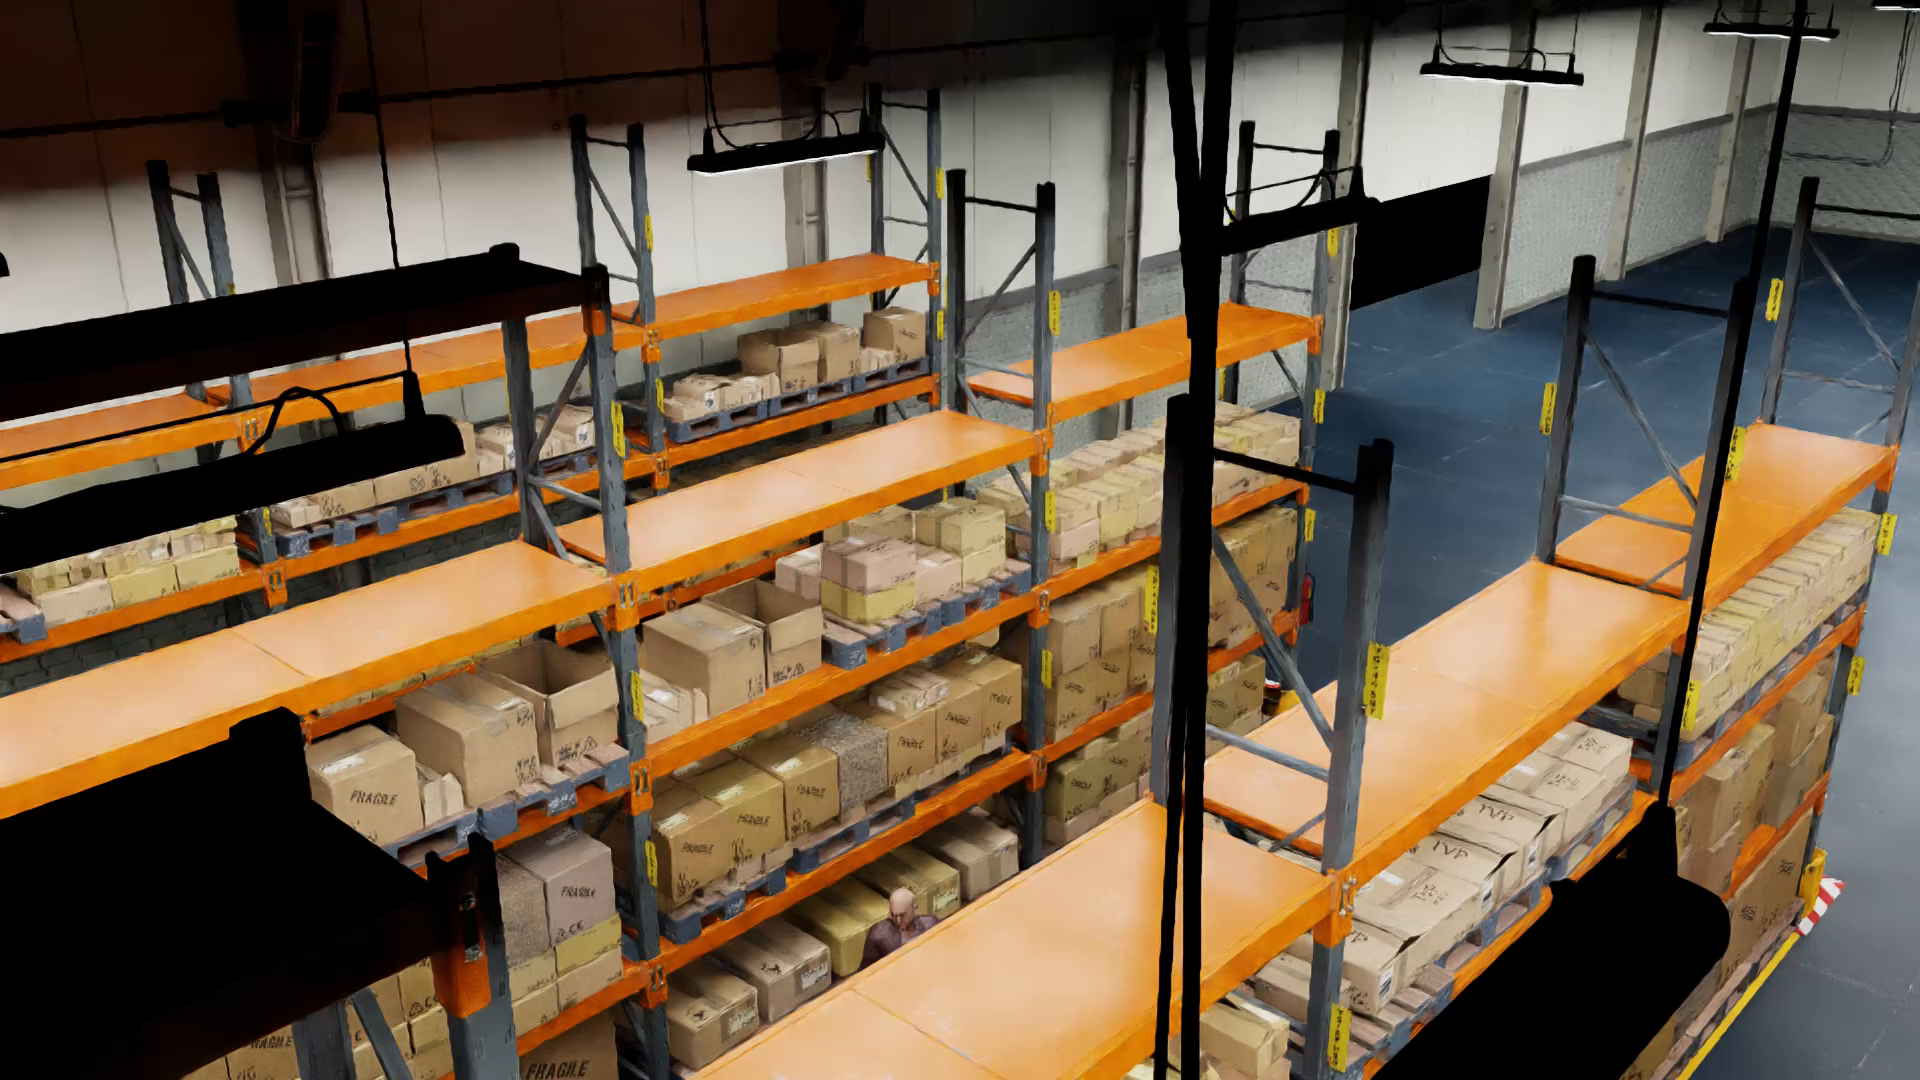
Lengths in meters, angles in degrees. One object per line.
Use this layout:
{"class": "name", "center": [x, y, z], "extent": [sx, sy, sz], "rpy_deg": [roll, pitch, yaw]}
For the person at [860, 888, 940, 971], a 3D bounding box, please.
{"class": "person", "center": [-0.375, 3.171, 11.346], "extent": [0.673, 1.773, 0.644], "rpy_deg": [-8, 23, -21]}
